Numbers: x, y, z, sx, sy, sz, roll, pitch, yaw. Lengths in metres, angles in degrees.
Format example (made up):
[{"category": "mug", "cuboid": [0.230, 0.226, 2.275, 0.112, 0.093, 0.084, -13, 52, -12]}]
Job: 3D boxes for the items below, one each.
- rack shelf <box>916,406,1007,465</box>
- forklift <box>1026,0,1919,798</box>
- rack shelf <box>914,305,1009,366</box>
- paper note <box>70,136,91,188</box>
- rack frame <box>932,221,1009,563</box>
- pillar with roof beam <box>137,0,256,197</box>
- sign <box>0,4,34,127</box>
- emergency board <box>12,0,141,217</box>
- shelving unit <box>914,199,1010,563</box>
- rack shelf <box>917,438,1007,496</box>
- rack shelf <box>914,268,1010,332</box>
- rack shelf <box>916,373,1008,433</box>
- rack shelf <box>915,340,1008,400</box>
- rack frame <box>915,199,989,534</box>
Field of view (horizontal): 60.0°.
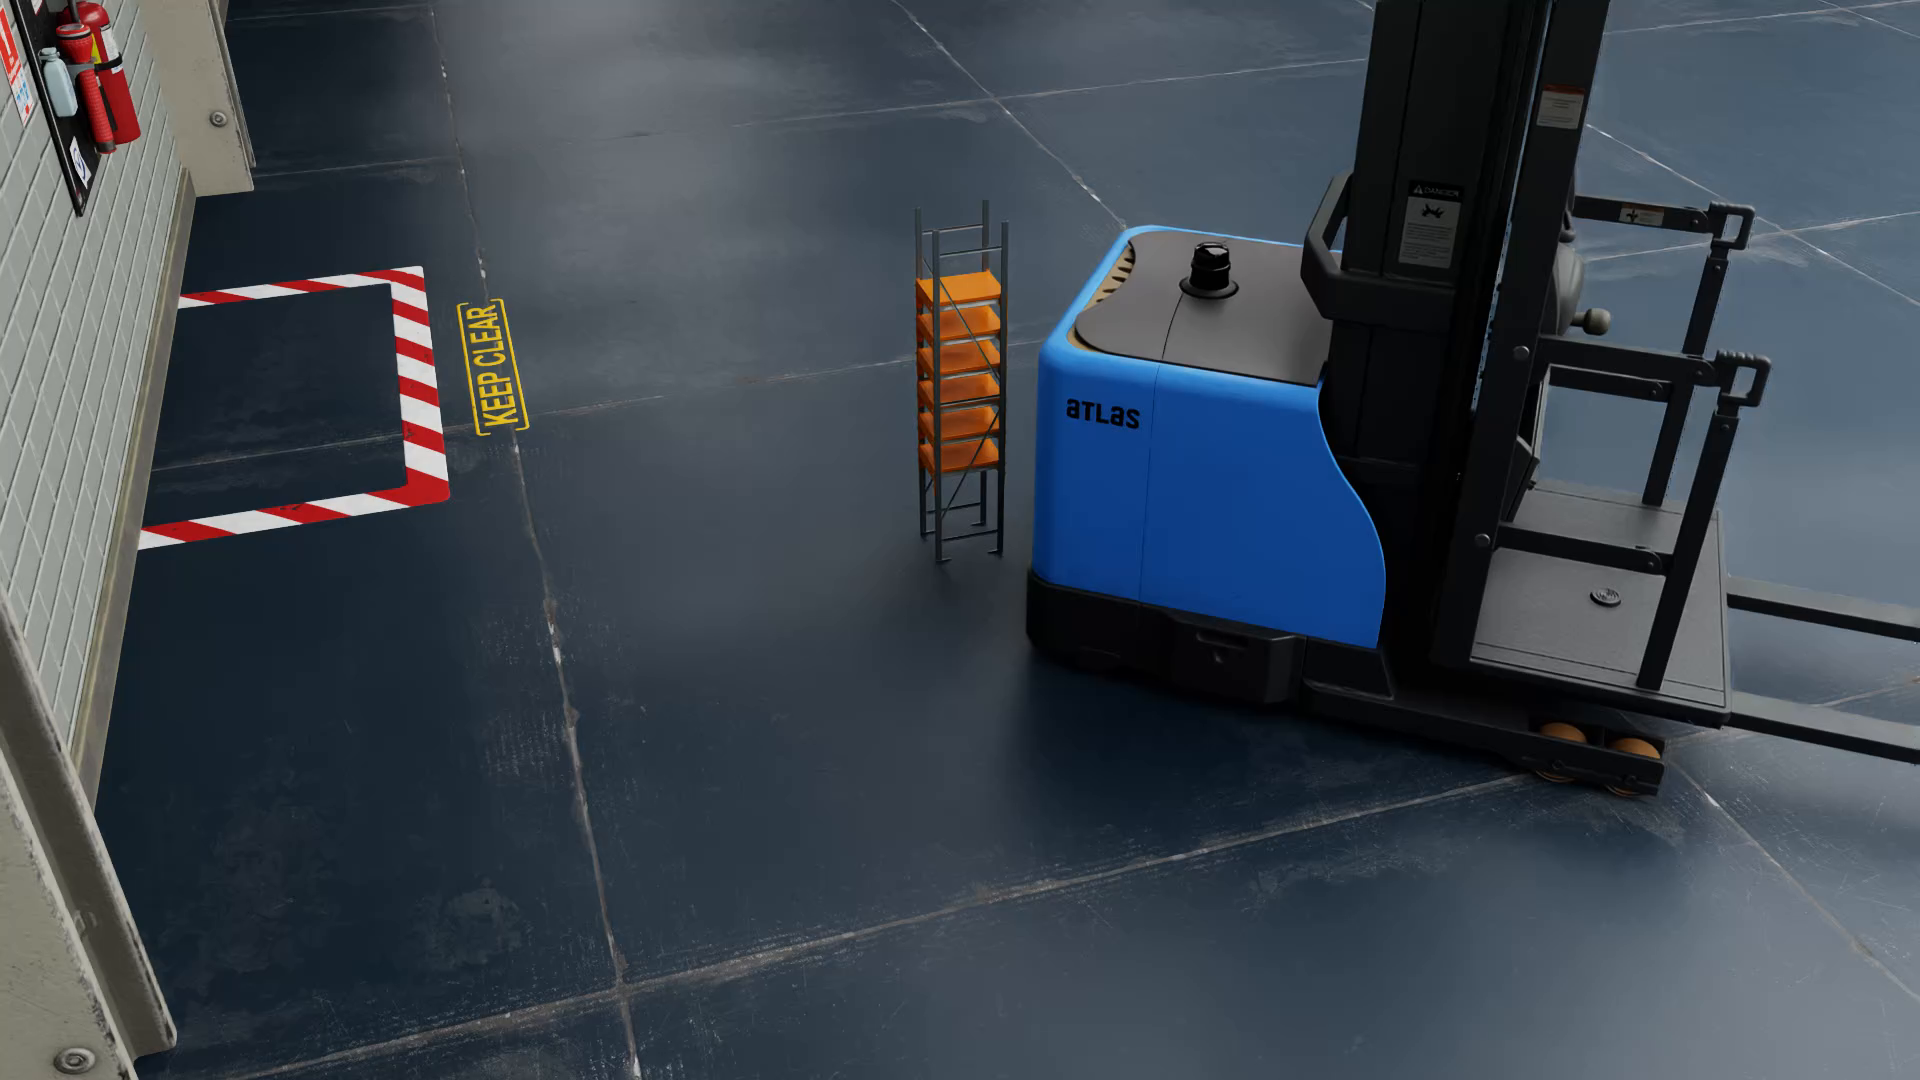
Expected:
[{"category": "rack shelf", "cuboid": [0.004, -0.356, 5.498, 0.258, 0.103, 0.180, -10, 35, -15]}, {"category": "forklift", "cuboid": [1.779, -0.833, 4.352, 3.031, 2.935, 1.130, 11, 35, 16]}, {"category": "rack shelf", "cuboid": [0.004, -0.656, 5.300, 0.258, 0.103, 0.180, -10, 35, -15]}, {"category": "paper note", "cuboid": [-3.085, -1.325, 5.834, 0.016, 0.148, 0.142, -10, 35, -15]}, {"category": "rack frame", "cuboid": [0.032, -0.445, 5.335, 0.240, 1.200, 0.006, -10, 35, -15]}, {"category": "pillar with roof beam", "cuboid": [0.309, -6.328, 7.164, 9.100, 9.000, 0.400, -10, 35, -15]}, {"category": "sign", "cuboid": [-3.002, -1.505, 5.274, 0.001, 0.329, 0.234, -10, 35, -15]}, {"category": "emergency board", "cuboid": [-3.073, -1.797, 5.749, 0.194, 1.169, 0.643, -10, 35, -15]}, {"category": "shelving unit", "cuboid": [0.004, -0.493, 5.408, 0.258, 1.200, 0.189, -10, 35, -15]}, {"category": "rack shelf", "cuboid": [0.004, -0.256, 5.565, 0.258, 0.103, 0.180, -10, 35, -15]}, {"category": "rack shelf", "cuboid": [0.004, -0.756, 5.234, 0.258, 0.103, 0.180, -10, 35, -15]}, {"category": "rack shelf", "cuboid": [0.004, -0.456, 5.432, 0.258, 0.103, 0.180, -10, 35, -15]}, {"category": "rack shelf", "cuboid": [0.004, -0.556, 5.366, 0.258, 0.103, 0.180, -10, 35, -15]}, {"category": "rack frame", "cuboid": [-0.023, -0.541, 5.480, 0.240, 1.200, 0.006, -10, 35, -15]}]
